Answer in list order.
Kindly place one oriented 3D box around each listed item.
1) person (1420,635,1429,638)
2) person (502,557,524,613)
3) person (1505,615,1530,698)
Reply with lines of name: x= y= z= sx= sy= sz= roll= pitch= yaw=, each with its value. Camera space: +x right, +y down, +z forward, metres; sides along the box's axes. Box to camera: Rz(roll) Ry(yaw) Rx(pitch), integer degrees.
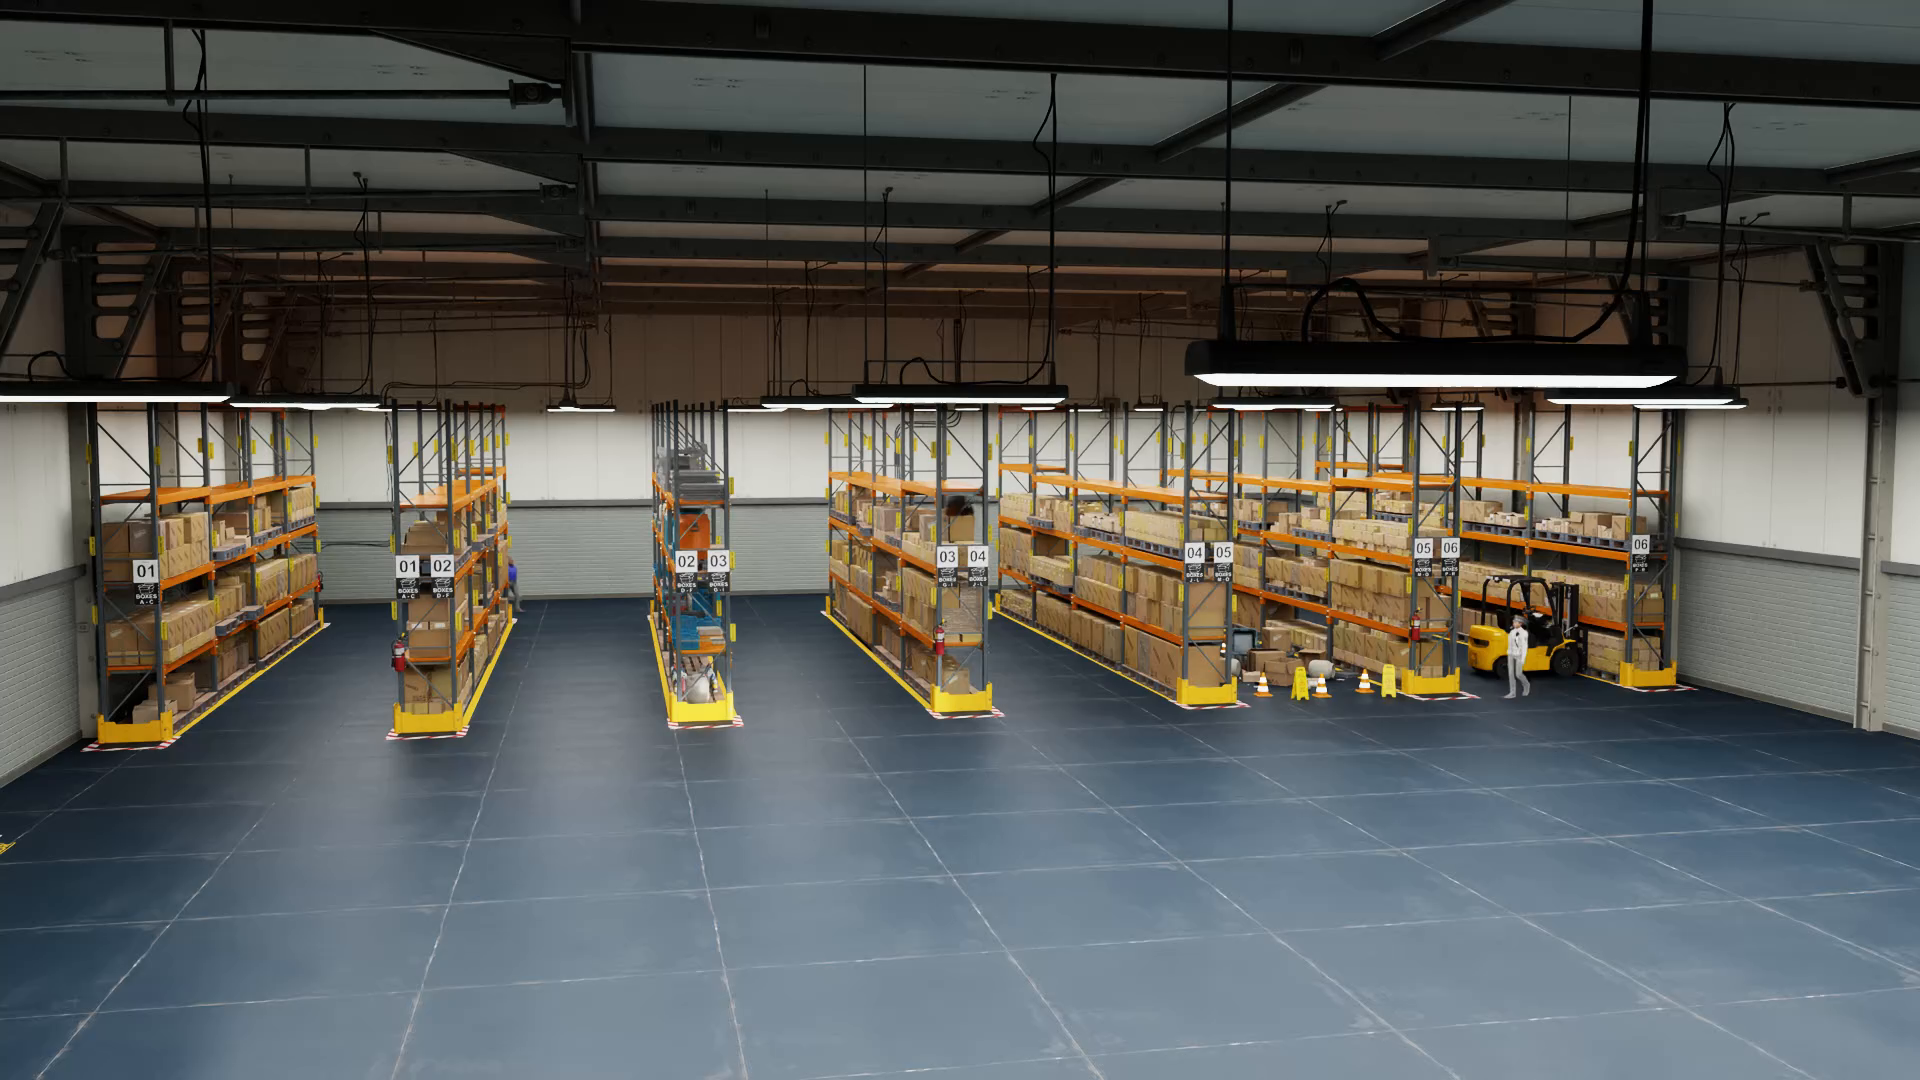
person: x=10.728 y=1.952 z=38.431 sx=0.454 sy=1.772 sz=0.604 roll=1 pitch=4 yaw=13
person: x=-12.985 y=1.289 z=48.138 sx=0.507 sy=1.603 sz=1.014 roll=-4 pitch=6 yaw=-42
person: x=11.256 y=2.344 z=33.522 sx=0.511 sy=1.689 sz=0.464 roll=-3 pitch=5 yaw=-38
